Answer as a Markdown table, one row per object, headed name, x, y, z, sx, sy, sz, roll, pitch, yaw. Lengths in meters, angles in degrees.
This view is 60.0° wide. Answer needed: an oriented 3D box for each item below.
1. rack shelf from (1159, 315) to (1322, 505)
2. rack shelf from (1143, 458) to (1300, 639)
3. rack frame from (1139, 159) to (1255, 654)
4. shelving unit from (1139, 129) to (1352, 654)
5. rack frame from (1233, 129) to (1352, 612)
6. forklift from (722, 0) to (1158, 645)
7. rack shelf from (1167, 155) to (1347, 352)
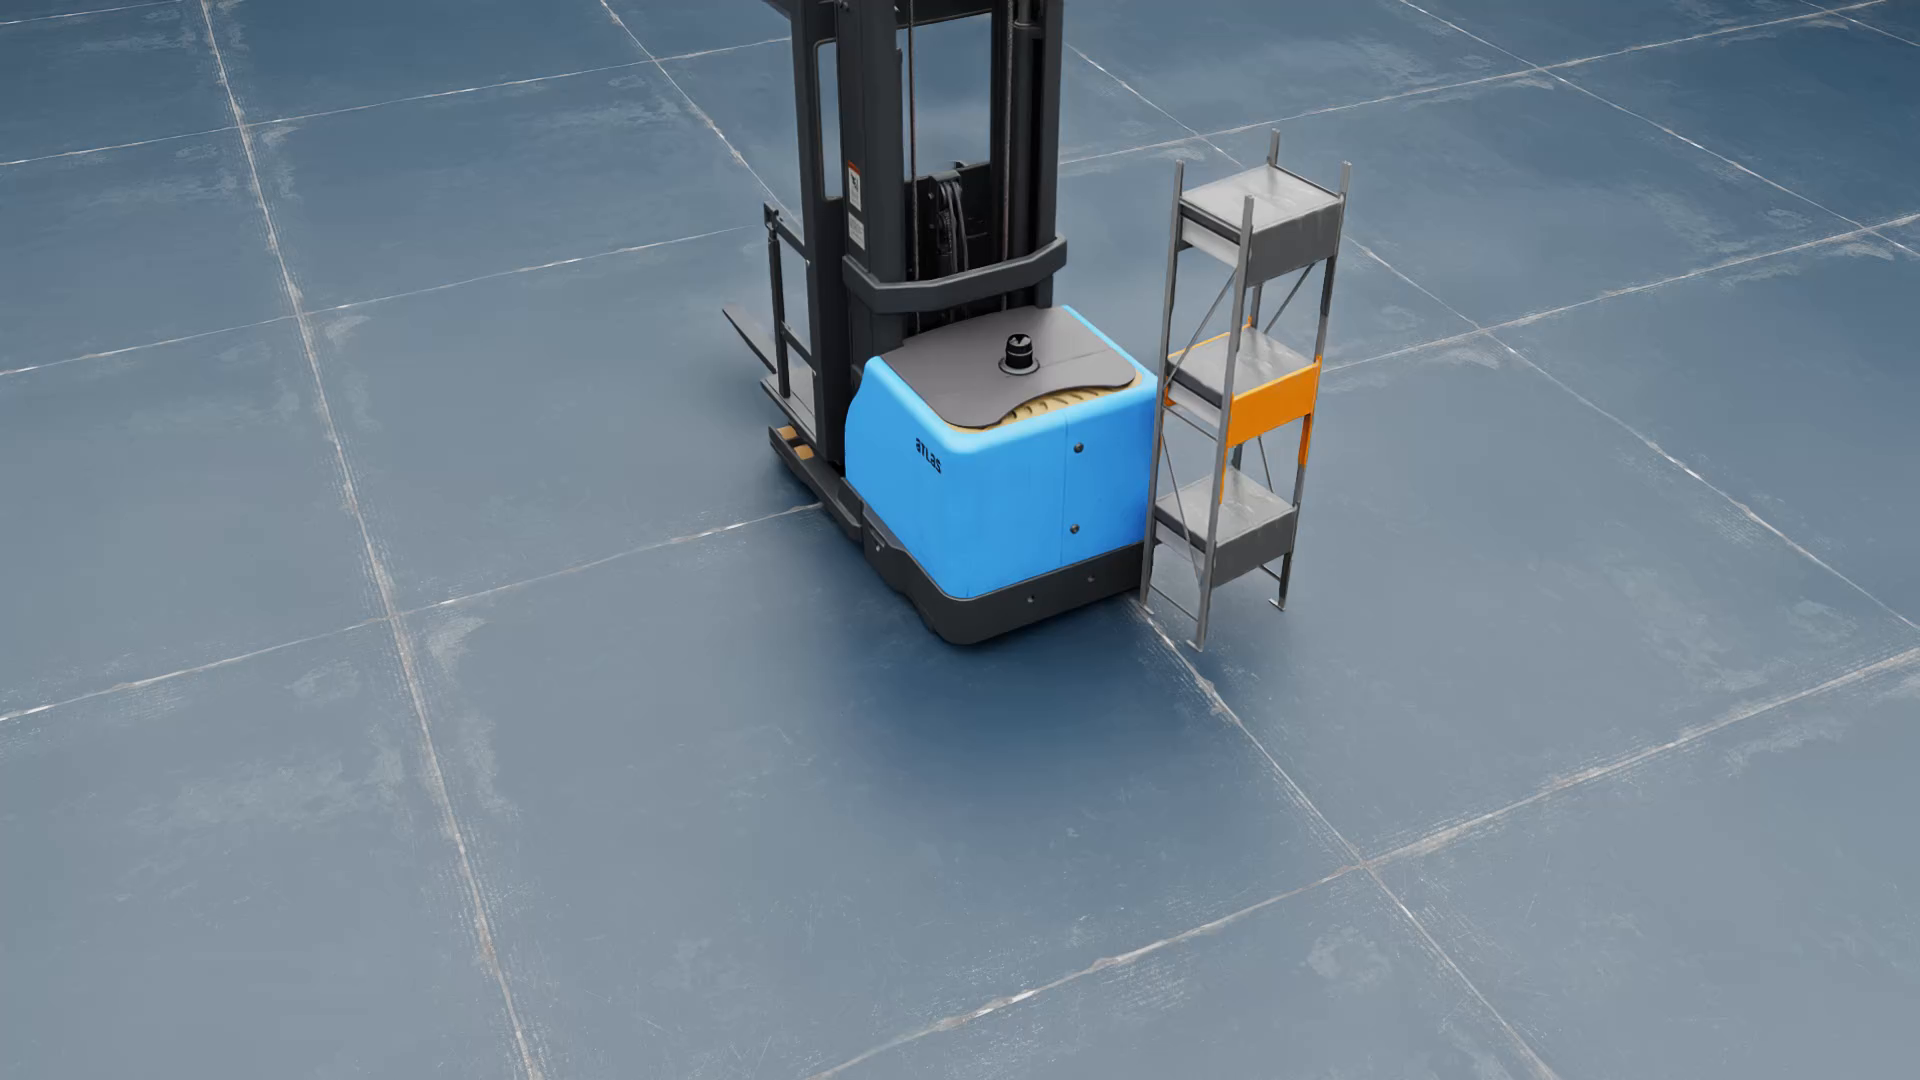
| name | x | y | z | sx | sy | sz | roll | pitch | yaw |
| --- | --- | --- | --- | --- | --- | --- | --- | --- | --- |
| rack shelf | 1.112 | -0.530 | 6.725 | 0.480 | 0.518 | 0.431 | -23 | 42 | -28 |
| rack shelf | 1.112 | 0.032 | 7.142 | 0.480 | 0.518 | 0.431 | -23 | 42 | -28 |
| rack frame | 0.914 | -0.456 | 6.603 | 0.015 | 2.100 | 0.400 | -23 | 42 | -28 |
| shelving unit | 1.112 | -0.541 | 6.717 | 0.503 | 2.100 | 0.431 | -23 | 42 | -28 |
| rack frame | 1.310 | -0.626 | 6.831 | 0.015 | 2.100 | 0.400 | -23 | 42 | -28 |
| forklift | -0.290 | -1.595 | 7.440 | 1.130 | 2.935 | 3.031 | -18 | 40 | -23 |
| rack shelf | 1.112 | -1.092 | 6.308 | 0.480 | 0.518 | 0.431 | -23 | 42 | -28 |
